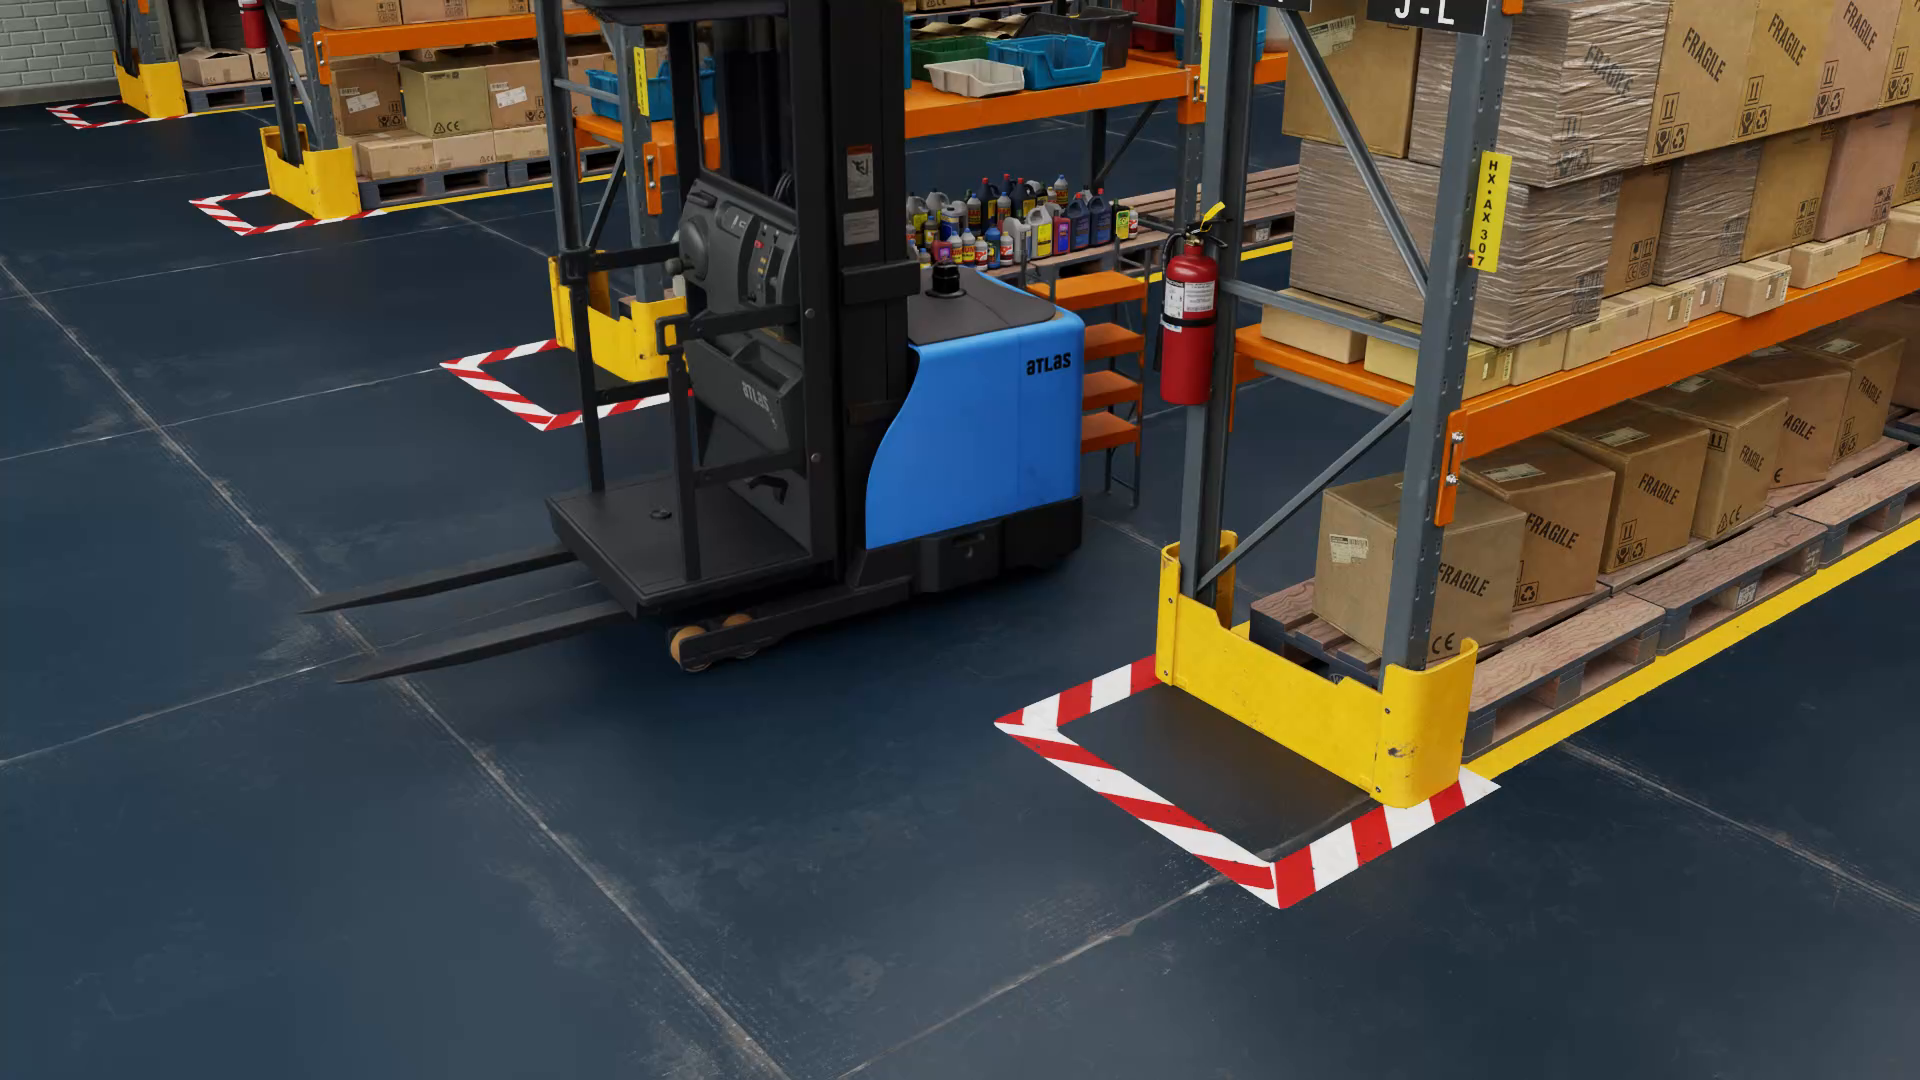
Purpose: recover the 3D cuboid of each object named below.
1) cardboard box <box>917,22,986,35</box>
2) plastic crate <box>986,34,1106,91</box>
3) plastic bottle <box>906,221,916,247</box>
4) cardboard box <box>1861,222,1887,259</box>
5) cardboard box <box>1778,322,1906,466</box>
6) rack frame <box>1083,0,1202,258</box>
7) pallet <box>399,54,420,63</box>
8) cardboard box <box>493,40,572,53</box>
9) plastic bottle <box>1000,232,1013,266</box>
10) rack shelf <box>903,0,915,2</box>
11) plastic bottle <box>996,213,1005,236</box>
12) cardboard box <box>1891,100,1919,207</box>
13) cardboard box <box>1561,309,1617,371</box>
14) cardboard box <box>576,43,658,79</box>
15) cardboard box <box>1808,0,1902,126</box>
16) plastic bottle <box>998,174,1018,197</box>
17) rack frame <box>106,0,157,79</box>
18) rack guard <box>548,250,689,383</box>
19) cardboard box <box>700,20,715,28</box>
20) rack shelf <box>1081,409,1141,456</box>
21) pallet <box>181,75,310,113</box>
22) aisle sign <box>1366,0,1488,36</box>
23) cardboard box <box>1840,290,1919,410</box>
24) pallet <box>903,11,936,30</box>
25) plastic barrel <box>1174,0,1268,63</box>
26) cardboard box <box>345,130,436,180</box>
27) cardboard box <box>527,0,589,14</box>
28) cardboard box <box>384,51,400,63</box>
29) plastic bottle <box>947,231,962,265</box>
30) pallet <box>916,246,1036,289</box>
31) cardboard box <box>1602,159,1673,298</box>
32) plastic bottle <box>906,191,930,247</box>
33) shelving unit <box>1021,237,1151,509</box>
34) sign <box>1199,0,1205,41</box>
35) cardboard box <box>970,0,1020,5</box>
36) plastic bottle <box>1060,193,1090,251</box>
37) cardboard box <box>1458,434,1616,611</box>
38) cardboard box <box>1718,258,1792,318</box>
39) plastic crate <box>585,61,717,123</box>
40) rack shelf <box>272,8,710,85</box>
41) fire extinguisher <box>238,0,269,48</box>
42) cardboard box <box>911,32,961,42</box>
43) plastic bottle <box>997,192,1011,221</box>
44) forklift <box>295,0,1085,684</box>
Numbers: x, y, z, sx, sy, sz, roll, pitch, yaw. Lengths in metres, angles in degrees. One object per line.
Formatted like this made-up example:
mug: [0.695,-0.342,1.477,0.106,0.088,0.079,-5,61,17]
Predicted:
cardboard box: [-0.085,-4.948,16.449,0.500,0.311,0.500,-19,31,-35]
plastic crate: [0.522,-2.934,10.185,0.616,0.251,0.499,-18,31,-34]
plastic bottle: [-0.331,-1.948,10.686,0.097,0.201,0.097,0,25,0]
cardboard box: [3.452,-1.241,6.659,0.250,0.149,0.380,-18,31,-34]
cardboard box: [3.942,-0.704,7.675,0.500,0.500,0.500,-19,31,-36]
rack frame: [1.226,-3.379,10.967,0.127,3.000,1.000,-18,31,-34]
pallet: [-5.394,-5.210,18.225,1.213,0.211,1.003,-18,31,-34]
cardboard box: [-3.565,-3.897,13.961,0.500,0.500,0.500,-18,31,-34]
plastic bottle: [0.285,-1.832,10.436,0.097,0.201,0.097,0,25,0]
rack shelf: [-0.254,-5.214,15.776,4.000,0.370,1.077,-18,31,-34]
plastic bottle: [0.295,-1.944,10.580,0.133,0.283,0.061,-18,31,-34]
cardboard box: [3.474,-1.704,6.886,0.500,0.500,0.875,-18,31,-34]
cardboard box: [1.920,-0.699,5.491,0.250,0.149,0.380,-18,31,-34]
cardboard box: [-2.850,-3.854,13.868,0.500,0.500,0.500,-18,31,-34]
cardboard box: [2.915,-1.775,5.852,0.500,0.500,0.500,-18,31,-34]
plastic bottle: [0.334,-2.305,11.277,0.185,0.351,0.144,-17,30,-33]
rack frame: [-8.035,-5.622,15.800,0.127,3.000,1.000,-18,31,-34]
rack guard: [-1.891,-1.241,9.331,0.348,0.500,1.175,-18,31,-34]
cardboard box: [-3.125,-6.328,19.768,0.500,0.500,0.700,-18,31,-34]
rack shelf: [0.534,-0.435,7.393,0.480,0.148,0.258,-14,29,-28]
pallet: [-7.314,-4.576,16.859,1.213,0.211,1.003,-18,31,-34]
aisle sign: [1.271,-1.763,4.397,0.004,0.787,0.394,-18,31,-34]
cardboard box: [4.778,-0.956,8.194,0.500,0.500,0.700,-21,32,-38]
pallet: [-1.073,-6.615,21.252,1.213,0.211,1.003,-18,31,-34]
plastic barrel: [1.717,-3.606,10.862,0.708,0.901,0.600,-18,31,-34]
cardboard box: [-4.416,-2.991,12.898,0.500,0.250,0.500,-18,31,-34]
cardboard box: [-3.384,-4.547,13.366,0.500,0.500,0.700,-17,30,-33]
cardboard box: [-6.159,-5.158,17.666,0.250,0.149,0.380,-21,32,-38]
plastic bottle: [-0.033,-1.759,10.195,0.097,0.271,0.097,0,25,0]
pallet: [-0.289,-1.635,10.522,1.213,0.211,1.003,-18,31,-34]
cardboard box: [1.903,-1.183,5.763,0.500,0.500,0.875,-18,31,-34]
plastic bottle: [-0.295,-2.097,10.829,0.185,0.351,0.144,-17,30,-32]
shelving unit: [0.534,-0.676,7.281,0.503,1.200,0.258,-14,29,-28]
sign: [1.556,-3.319,10.510,0.005,0.325,0.100,-18,31,-34]
cardboard box: [0.279,-7.511,21.925,0.750,0.750,0.750,-17,30,-33]
plastic bottle: [0.746,-2.064,10.759,0.185,0.351,0.144,-20,32,-37]
cardboard box: [2.085,-0.079,6.328,0.500,0.500,0.500,-10,27,-21]
cardboard box: [2.746,-0.938,6.006,0.250,0.149,0.380,-18,31,-34]
plastic crate: [-1.713,-2.502,9.254,0.616,0.251,0.499,-18,31,-34]
rack shelf: [-3.402,-4.175,13.537,4.000,0.370,1.077,-18,31,-34]
fire extinguisher: [-5.355,-4.070,12.548,0.183,0.674,0.296,-18,31,-34]
cardboard box: [-0.140,-4.643,15.792,0.500,0.311,0.500,-17,30,-33]
plastic bottle: [0.295,-2.191,11.126,0.097,0.271,0.097,0,25,0]
forklift: [-1.010,-1.093,6.123,3.031,2.935,1.130,-14,29,-28]
